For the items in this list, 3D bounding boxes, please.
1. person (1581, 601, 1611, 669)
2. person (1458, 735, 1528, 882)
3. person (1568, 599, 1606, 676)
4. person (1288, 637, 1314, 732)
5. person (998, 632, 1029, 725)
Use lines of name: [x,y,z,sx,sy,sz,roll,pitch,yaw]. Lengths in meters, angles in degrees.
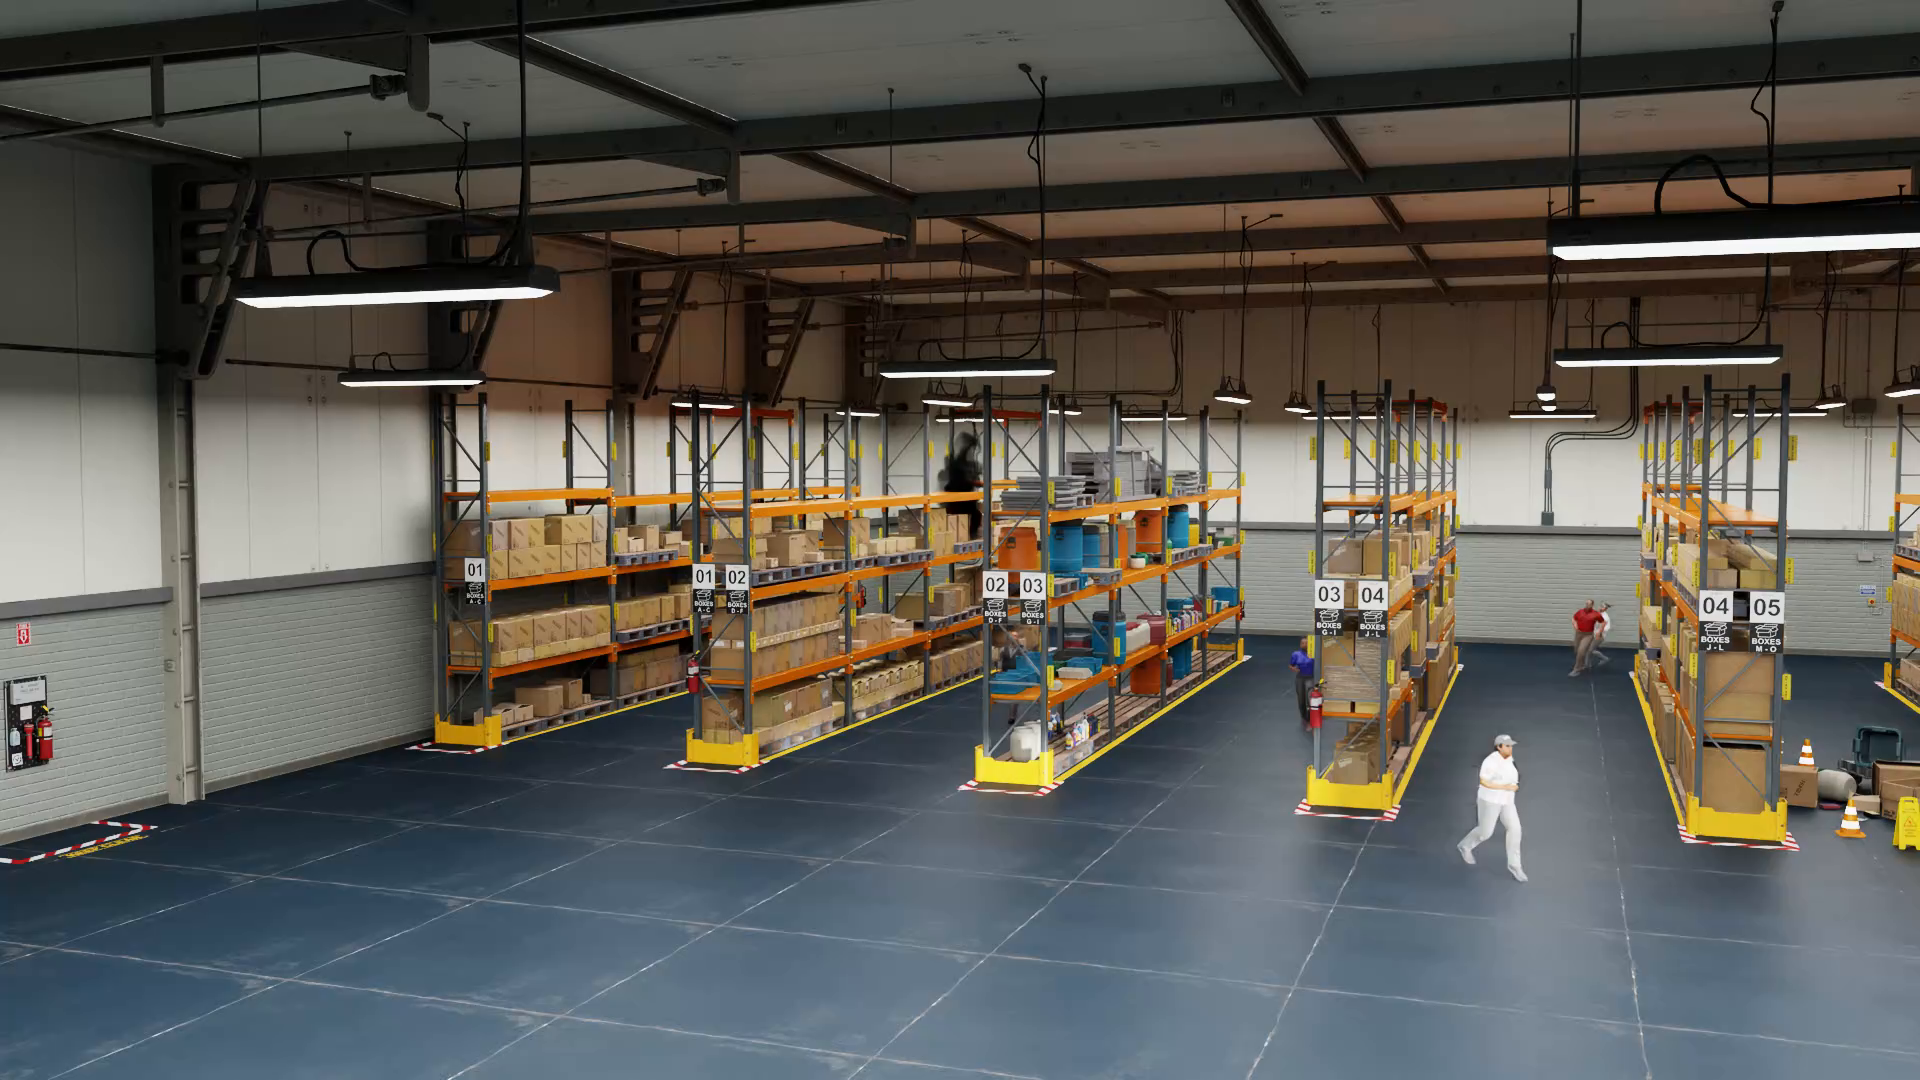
person: [14.569,2.184,38.094,0.591,1.626,0.698,0,3,5]
person: [6.330,3.130,19.711,0.628,1.695,0.960,-2,4,-34]
person: [13.981,2.167,37.116,0.898,1.715,0.738,-3,4,-44]
person: [6.197,2.593,29.917,0.563,1.703,0.738,1,3,19]
person: [1.002,2.532,30.680,0.659,1.681,0.678,1,3,16]
